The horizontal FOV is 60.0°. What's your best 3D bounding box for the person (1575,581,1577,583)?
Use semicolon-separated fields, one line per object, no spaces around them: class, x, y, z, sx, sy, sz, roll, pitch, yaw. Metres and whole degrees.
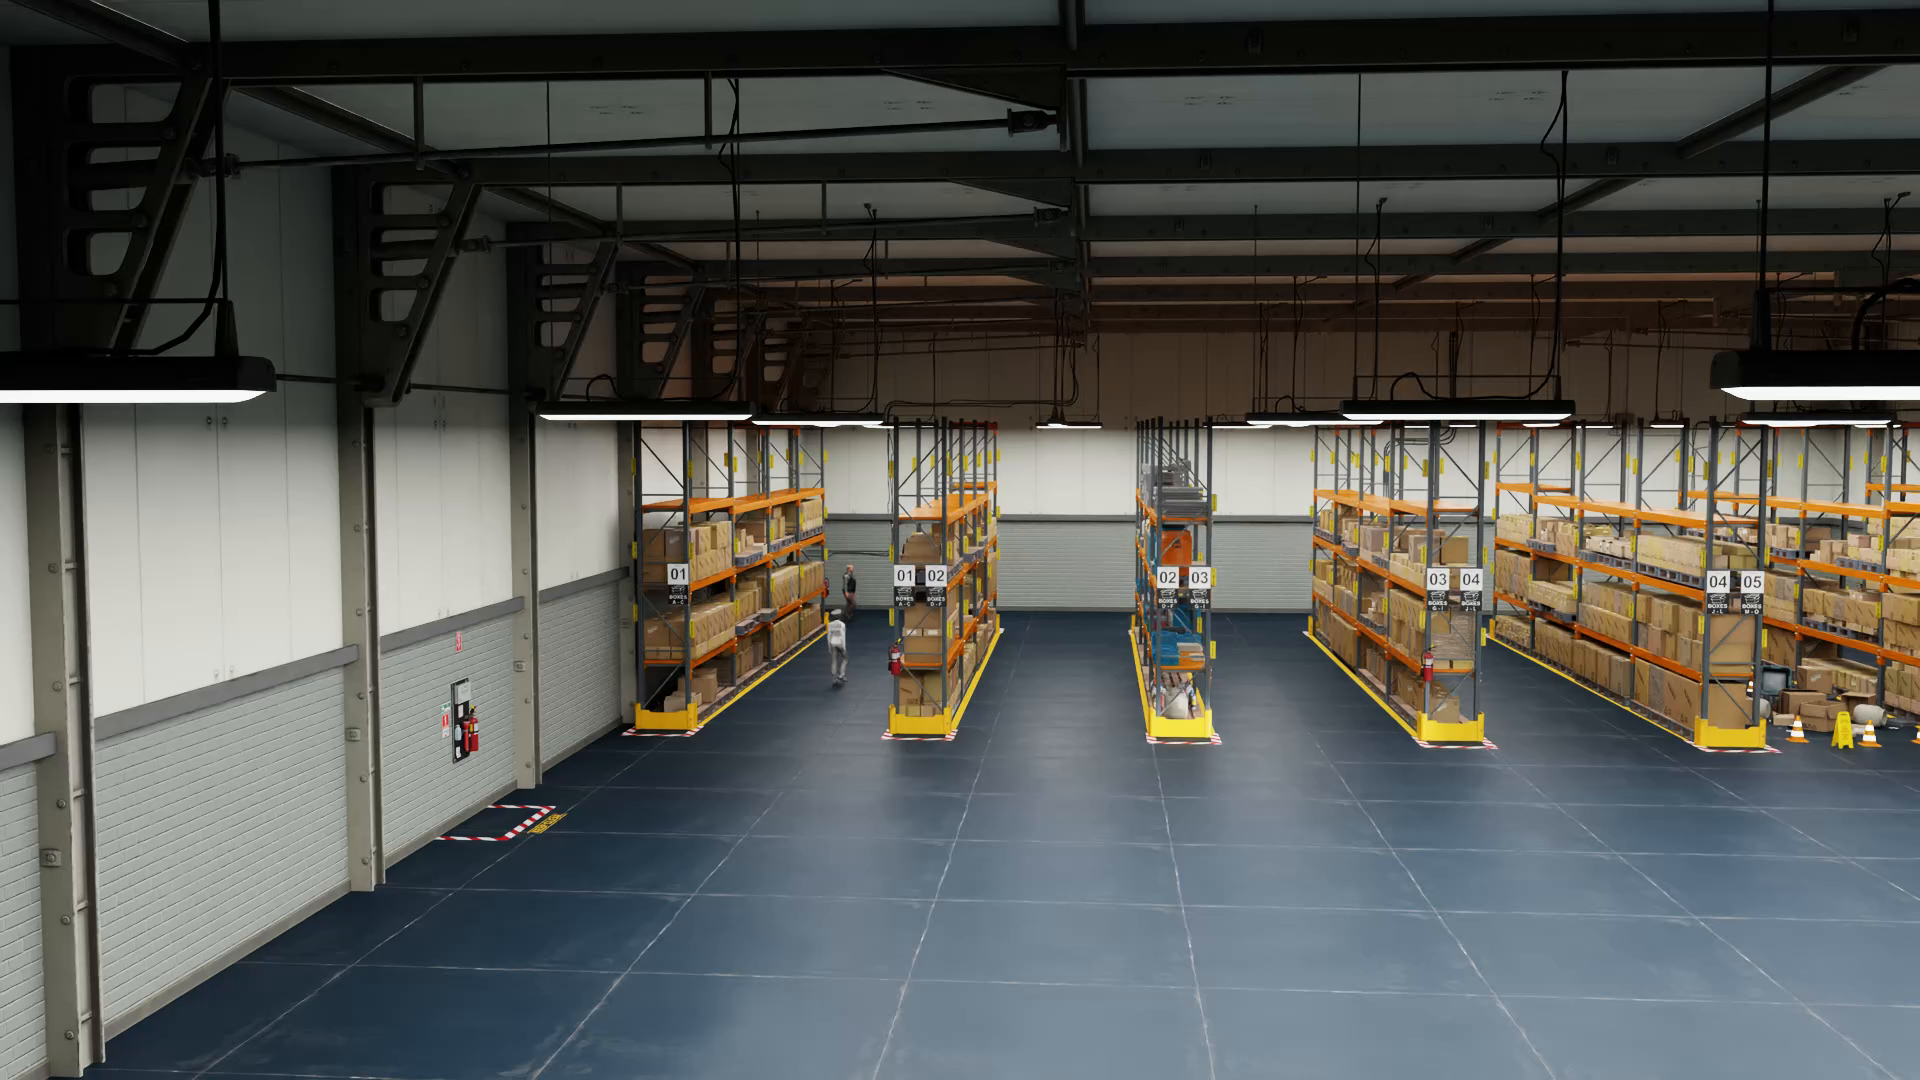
person;16.826;1.888;45.290;0.567;1.772;0.537;1;4;8

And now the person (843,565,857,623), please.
person;-3.281;1.602;49.799;0.424;1.728;0.560;0;4;6

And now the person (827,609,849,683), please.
person;-2.797;2.410;37.766;0.498;1.681;0.499;1;4;16
